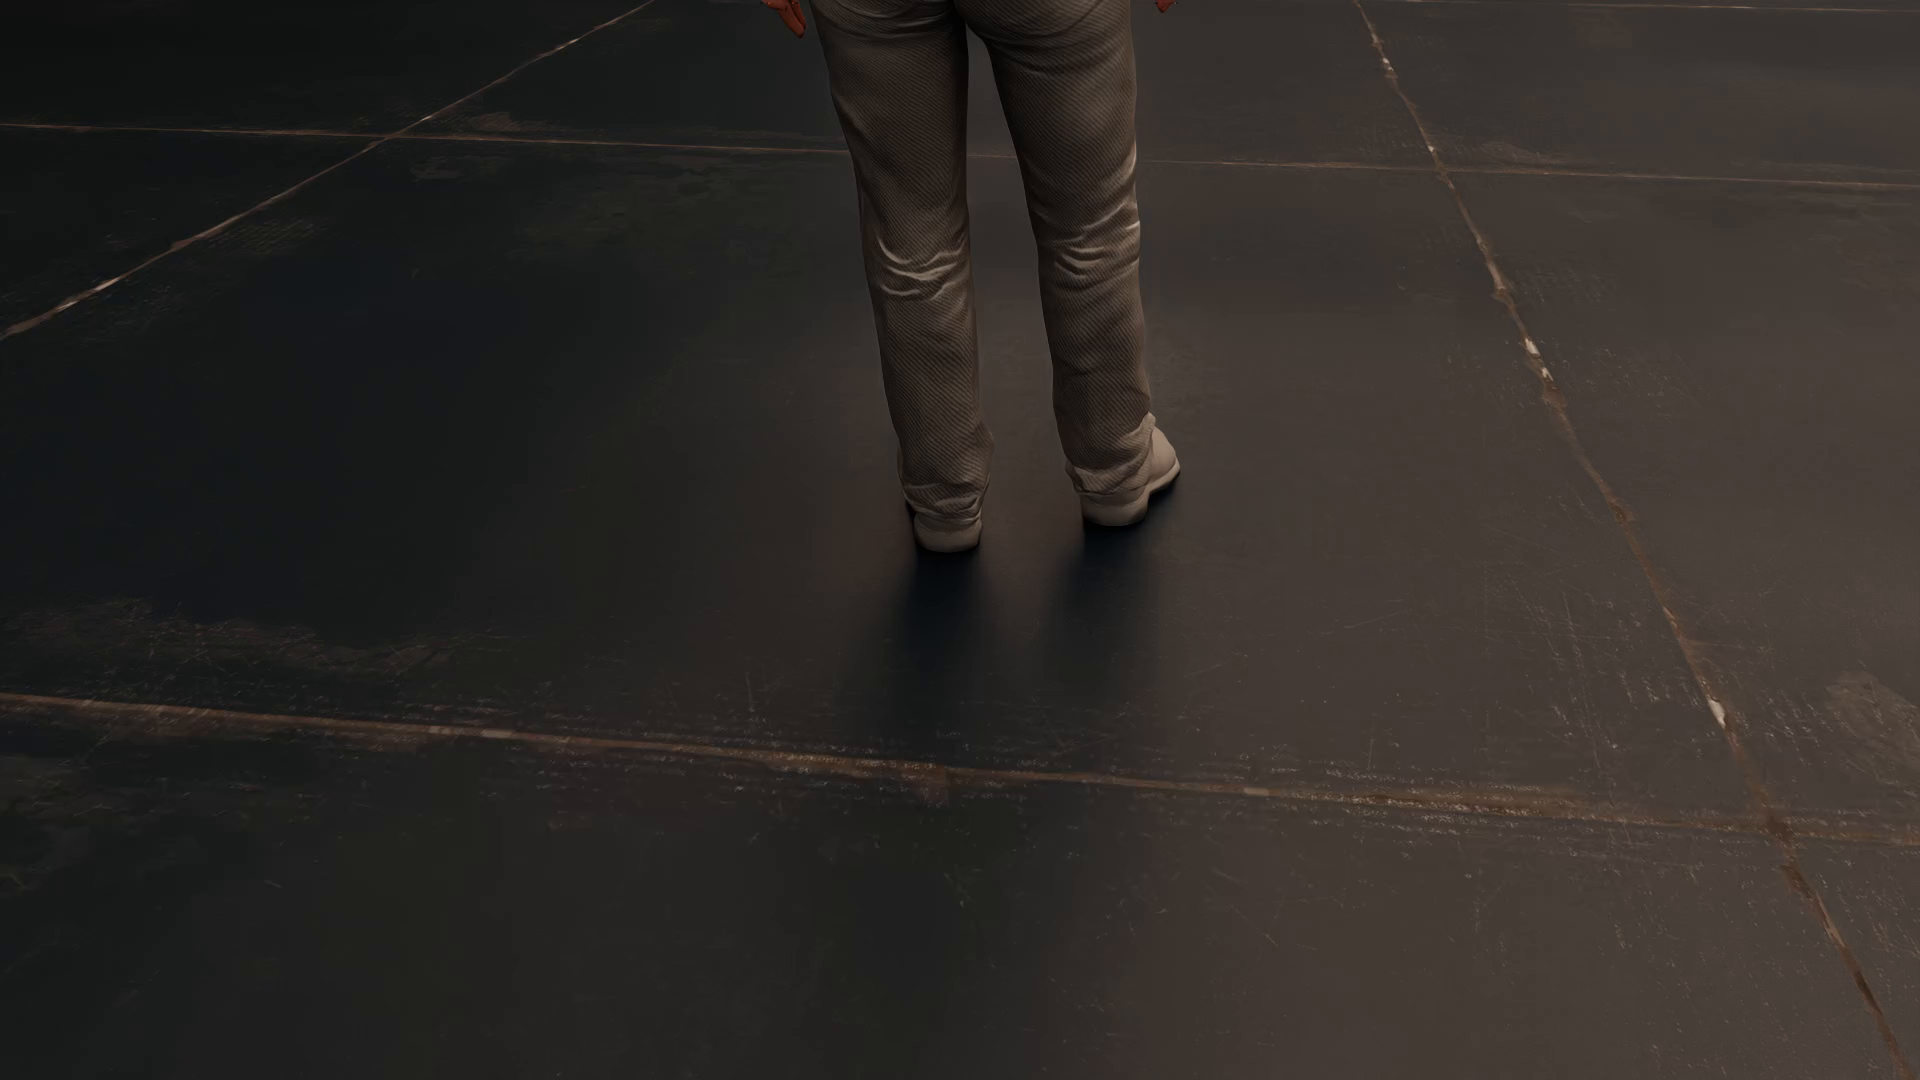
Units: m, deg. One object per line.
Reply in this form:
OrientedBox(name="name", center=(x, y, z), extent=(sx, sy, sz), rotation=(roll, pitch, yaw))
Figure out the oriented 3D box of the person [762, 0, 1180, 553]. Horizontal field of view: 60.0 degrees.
OrientedBox(name="person", center=(0.019, -0.827, 2.155), extent=(0.626, 1.775, 0.566), rotation=(3, 27, 7))
